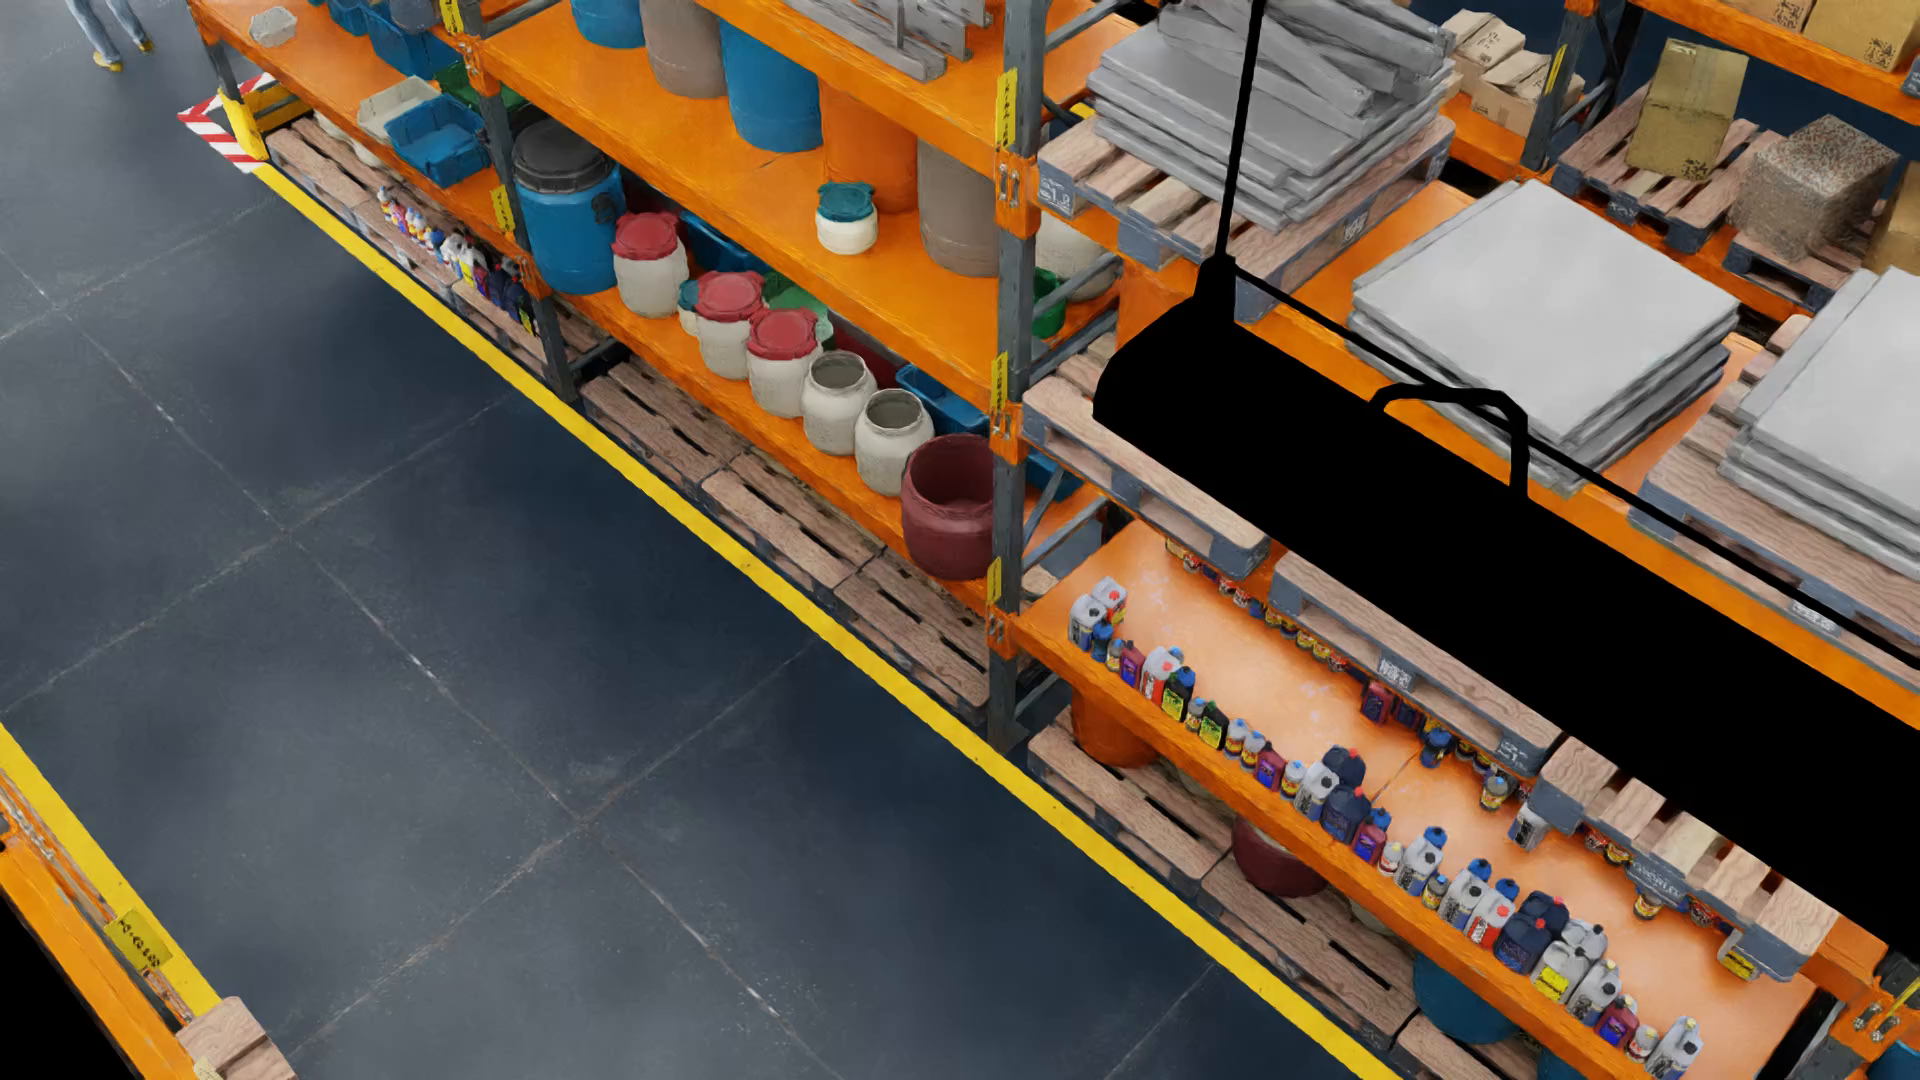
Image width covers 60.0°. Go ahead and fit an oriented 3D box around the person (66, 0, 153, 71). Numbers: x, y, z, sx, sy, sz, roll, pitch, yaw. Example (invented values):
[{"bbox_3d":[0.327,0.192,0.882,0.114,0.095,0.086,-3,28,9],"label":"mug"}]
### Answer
[{"bbox_3d":[-6.999,-4.608,13.146,0.578,1.714,0.719,36,59,26],"label":"person"}]
